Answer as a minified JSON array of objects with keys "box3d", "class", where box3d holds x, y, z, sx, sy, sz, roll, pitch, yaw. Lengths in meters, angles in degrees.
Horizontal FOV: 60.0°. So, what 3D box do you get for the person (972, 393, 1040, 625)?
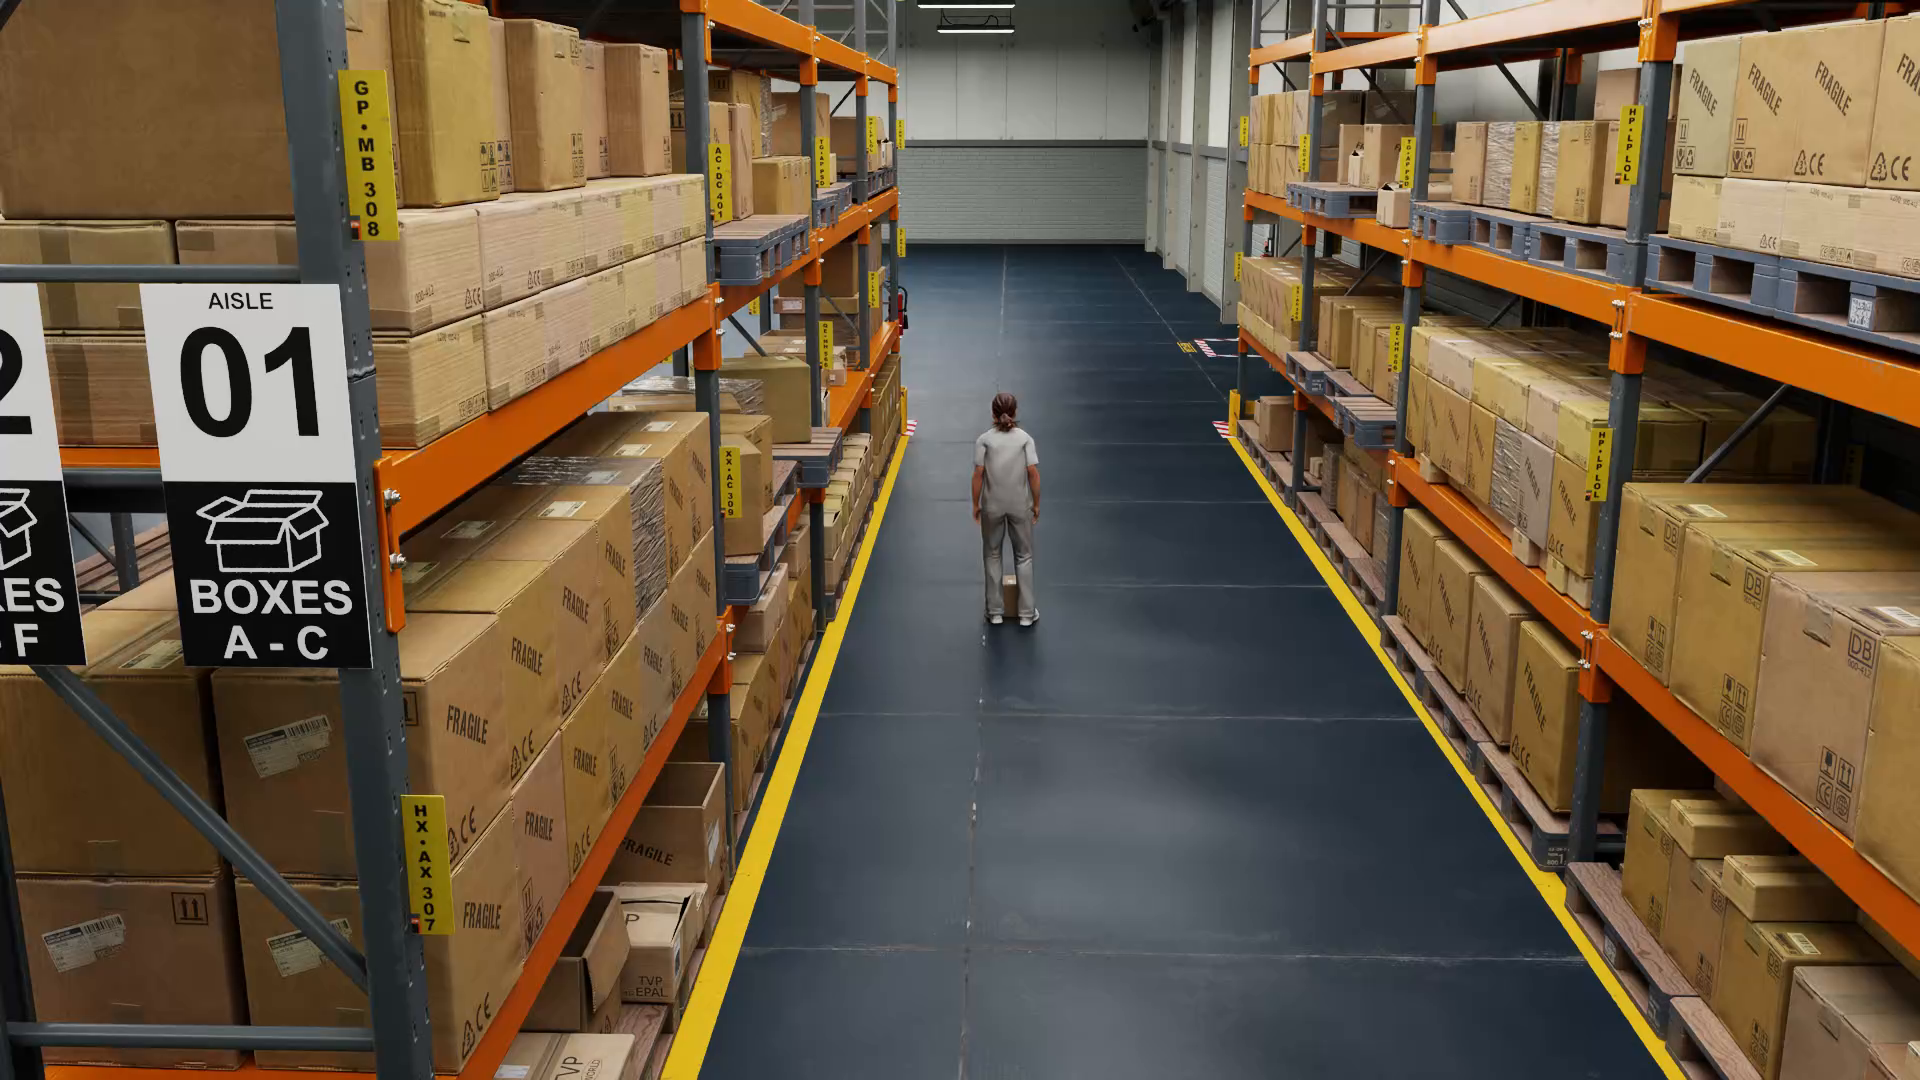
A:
[{"box3d":[0.331,-0.223,11.896,0.491,1.673,0.404,0,14,1],"class":"person"}]
